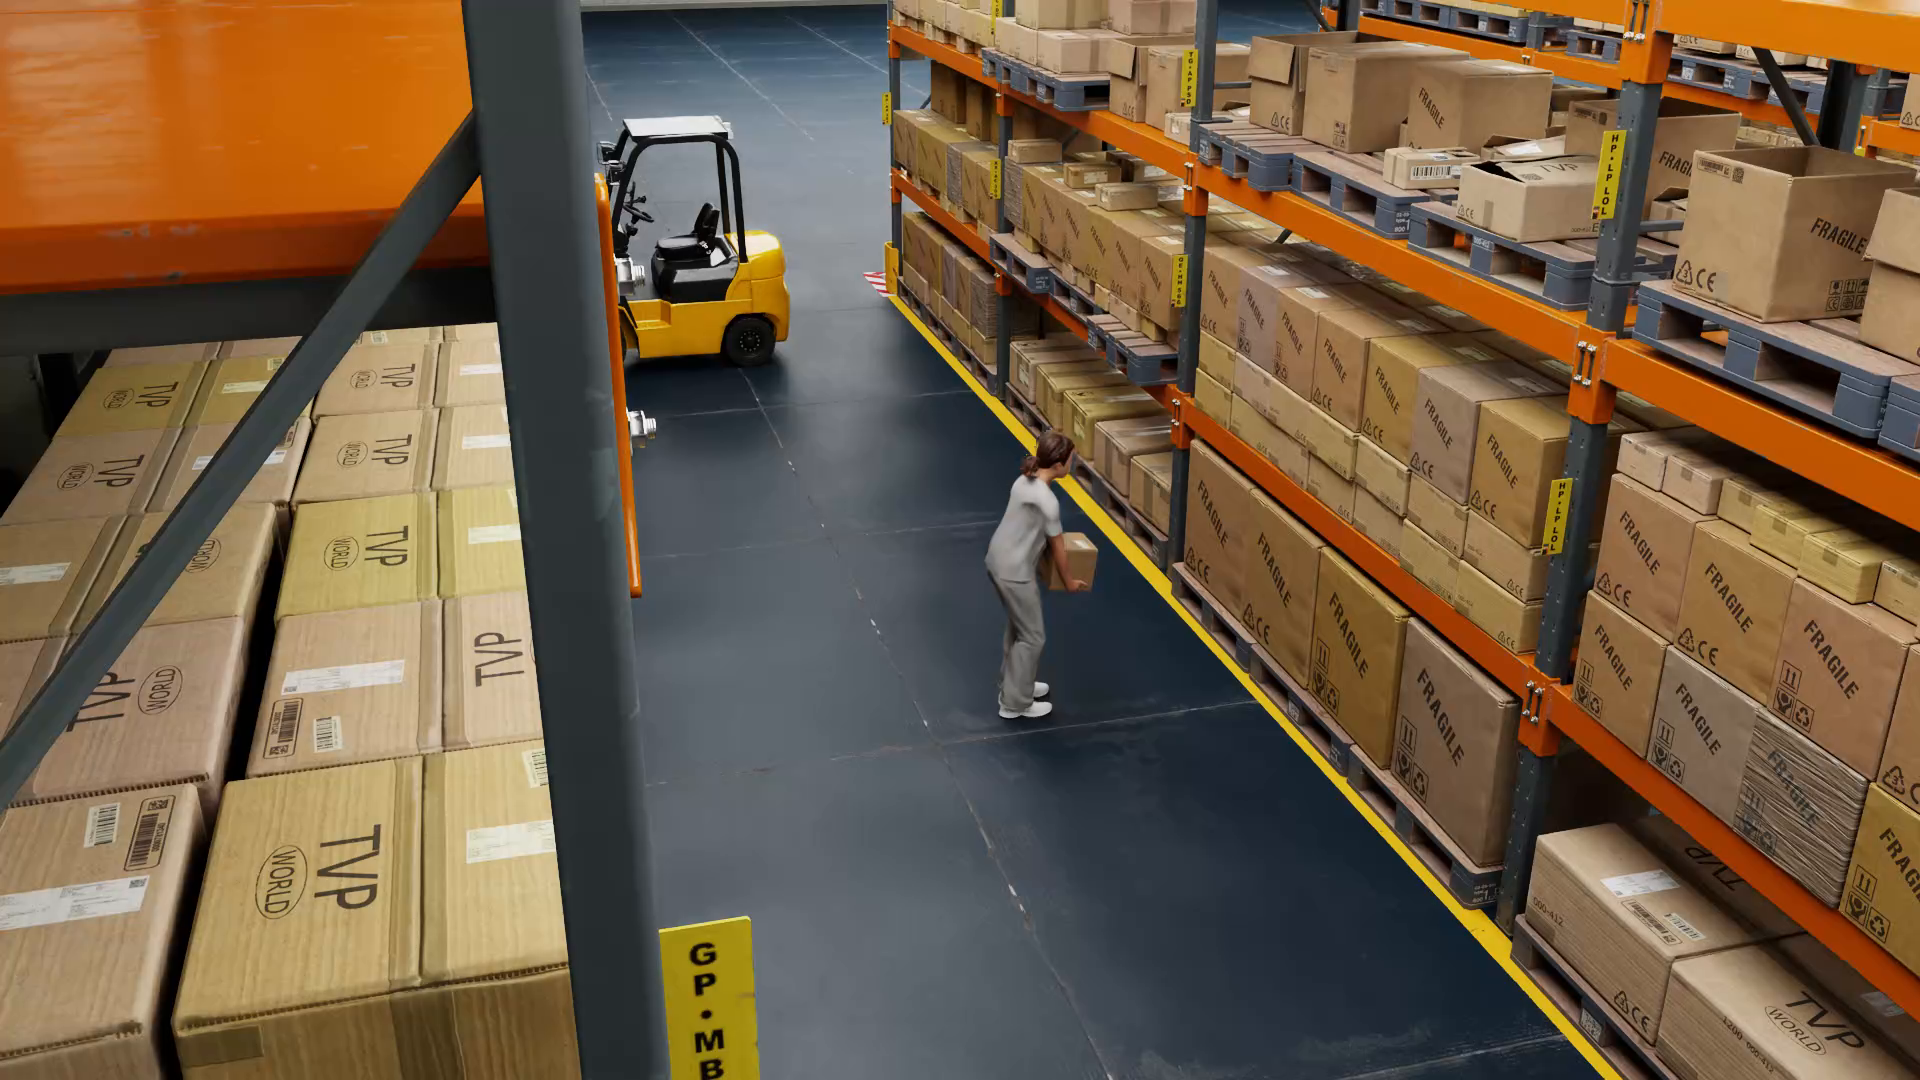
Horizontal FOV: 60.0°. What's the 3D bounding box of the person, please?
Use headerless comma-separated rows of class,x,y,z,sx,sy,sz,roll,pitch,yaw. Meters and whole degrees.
person,0.409,0.187,9.230,0.536,1.624,0.405,-7,24,-15
